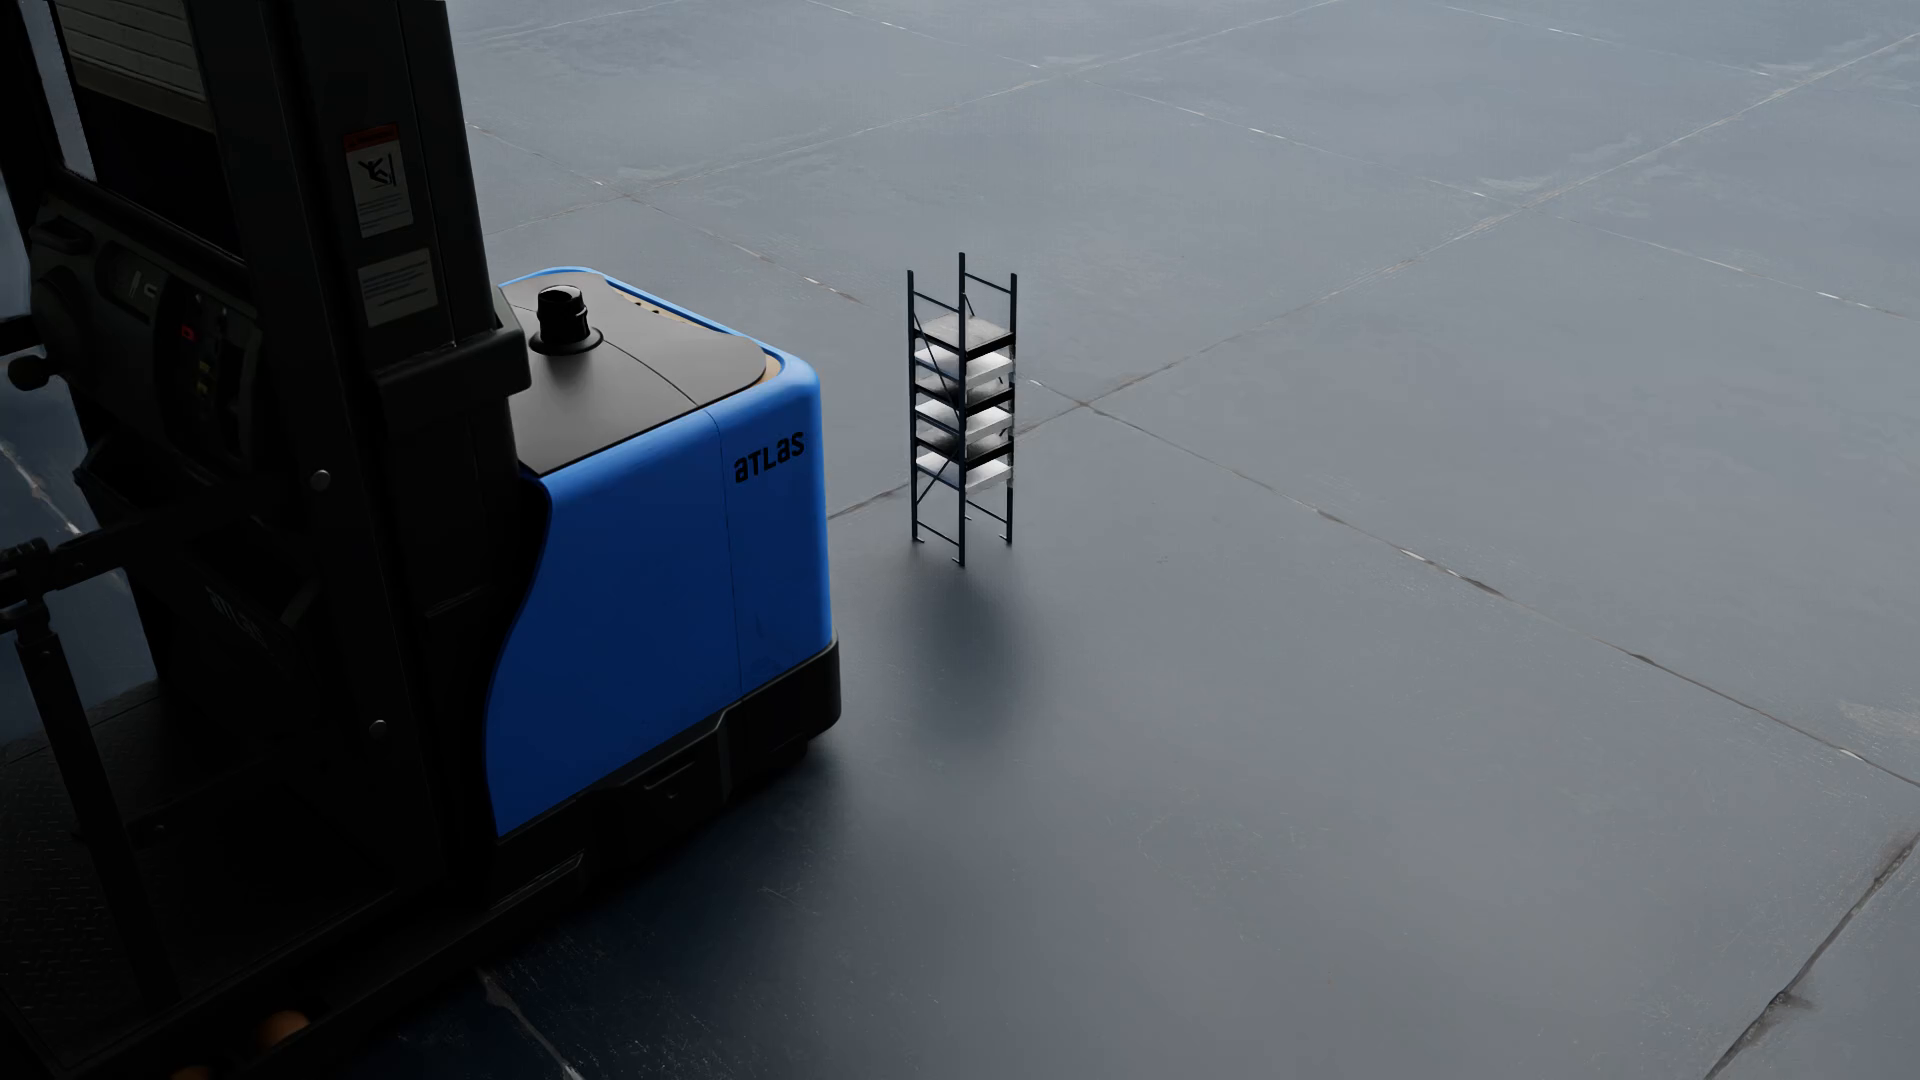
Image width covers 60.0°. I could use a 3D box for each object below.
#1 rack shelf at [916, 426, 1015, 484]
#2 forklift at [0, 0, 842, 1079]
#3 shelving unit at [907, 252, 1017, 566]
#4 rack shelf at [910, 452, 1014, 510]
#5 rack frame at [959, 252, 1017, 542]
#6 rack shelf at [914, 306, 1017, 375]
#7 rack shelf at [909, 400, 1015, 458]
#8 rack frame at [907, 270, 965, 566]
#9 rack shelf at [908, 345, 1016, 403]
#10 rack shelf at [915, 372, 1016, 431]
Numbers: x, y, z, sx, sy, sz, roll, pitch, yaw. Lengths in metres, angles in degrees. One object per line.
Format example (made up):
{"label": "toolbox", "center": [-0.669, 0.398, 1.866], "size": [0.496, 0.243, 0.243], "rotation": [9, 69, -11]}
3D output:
{"label": "rack shelf", "center": [0.006, -0.282, 5.084], "size": [0.200, 0.077, 0.258], "rotation": [-26, 40, -35]}
{"label": "forklift", "center": [-1.682, -0.347, 3.008], "size": [1.130, 2.935, 3.031], "rotation": [26, 40, 35]}
{"label": "shelving unit", "center": [0.006, -0.387, 5.020], "size": [0.210, 0.900, 0.258], "rotation": [-26, 40, -35]}
{"label": "rack shelf", "center": [0.006, -0.205, 5.131], "size": [0.200, 0.077, 0.258], "rotation": [-26, 40, -35]}
{"label": "rack frame", "center": [0.081, -0.423, 5.079], "size": [0.006, 0.900, 0.240], "rotation": [-26, 40, -35]}
{"label": "rack shelf", "center": [0.006, -0.589, 4.896], "size": [0.200, 0.077, 0.258], "rotation": [-26, 40, -35]}
{"label": "rack shelf", "center": [0.006, -0.358, 5.037], "size": [0.200, 0.077, 0.258], "rotation": [-26, 40, -35]}
{"label": "rack frame", "center": [-0.069, -0.351, 4.961], "size": [0.006, 0.900, 0.240], "rotation": [-26, 40, -35]}
{"label": "rack shelf", "center": [0.006, -0.512, 4.943], "size": [0.200, 0.077, 0.258], "rotation": [-26, 40, -35]}
{"label": "rack shelf", "center": [0.006, -0.435, 4.990], "size": [0.200, 0.077, 0.258], "rotation": [-26, 40, -35]}
